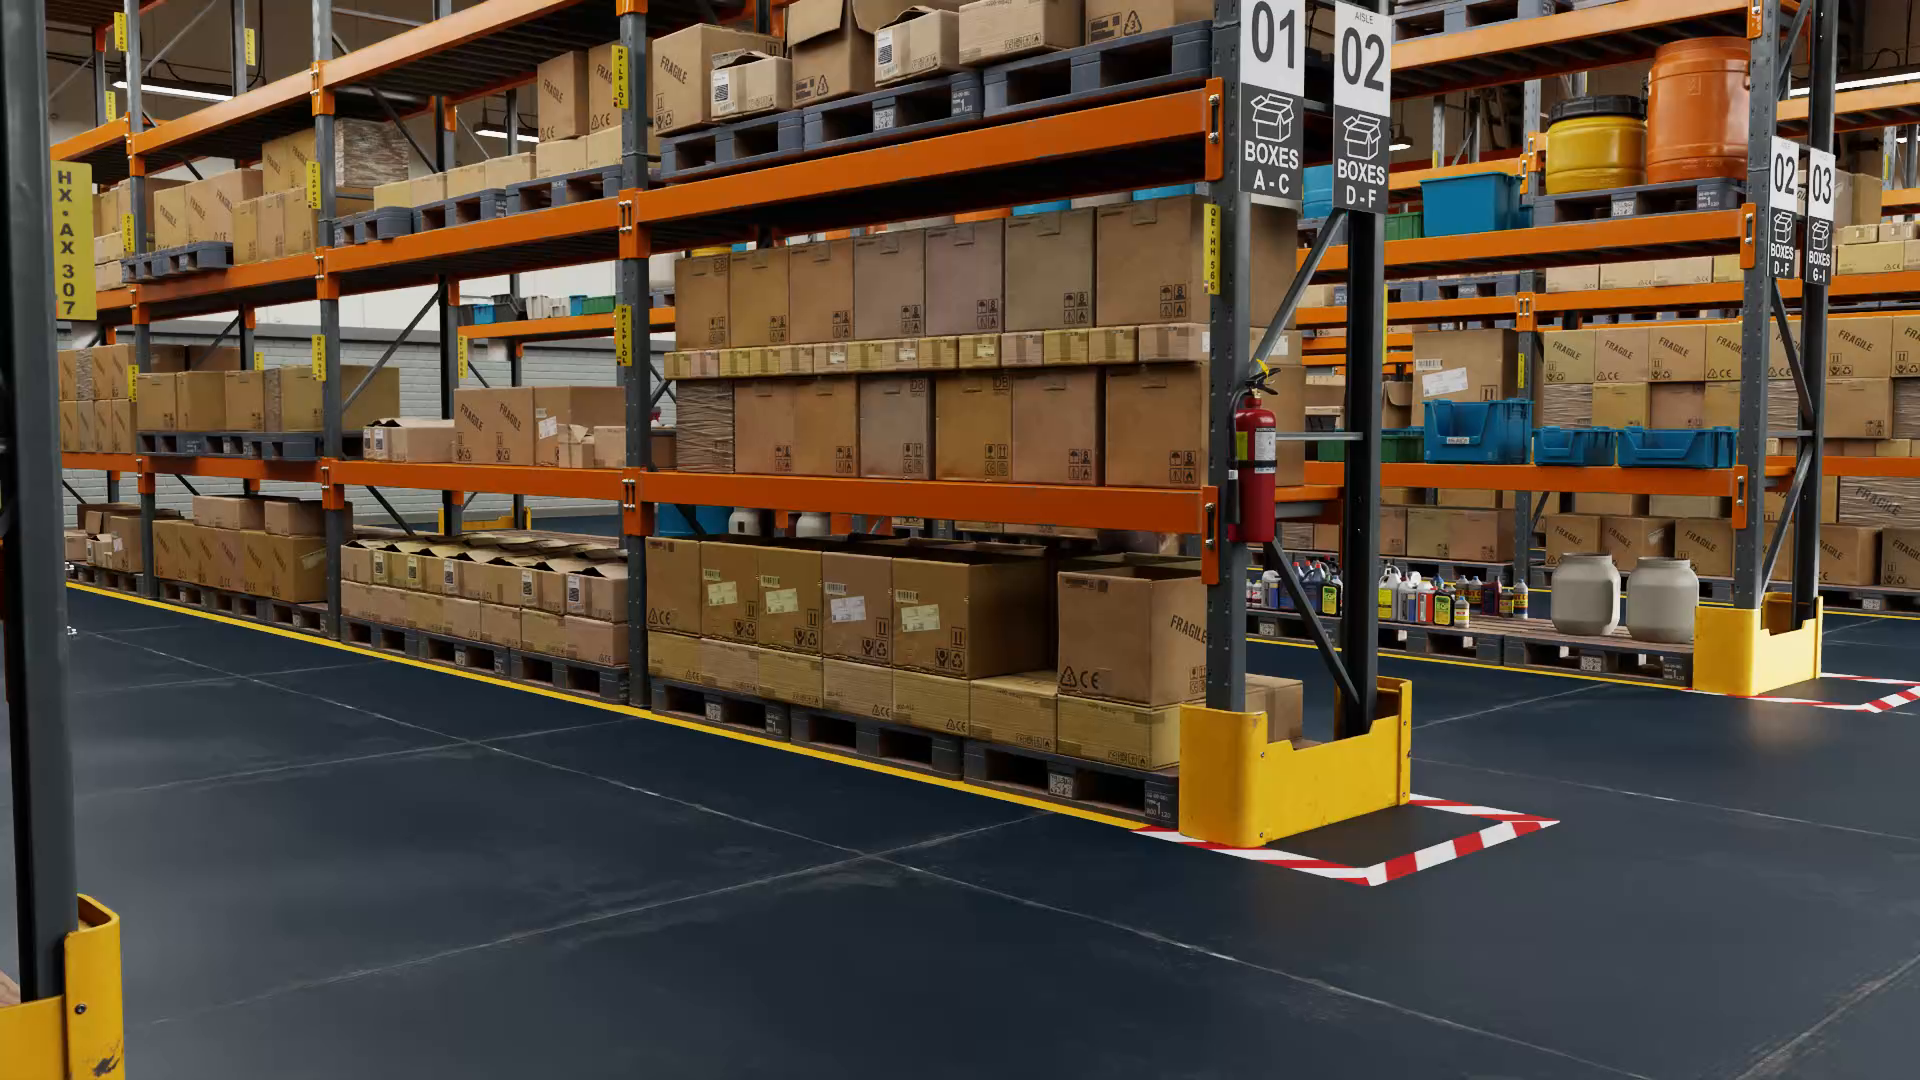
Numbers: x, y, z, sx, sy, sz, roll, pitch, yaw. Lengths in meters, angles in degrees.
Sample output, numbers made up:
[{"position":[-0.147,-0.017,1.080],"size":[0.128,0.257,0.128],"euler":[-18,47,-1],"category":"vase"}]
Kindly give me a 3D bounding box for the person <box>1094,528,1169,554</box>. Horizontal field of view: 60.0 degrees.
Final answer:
[{"position":[1.121,-0.068,11.070],"size":[0.551,1.727,0.446],"euler":[4,5,45],"category":"person"}]
